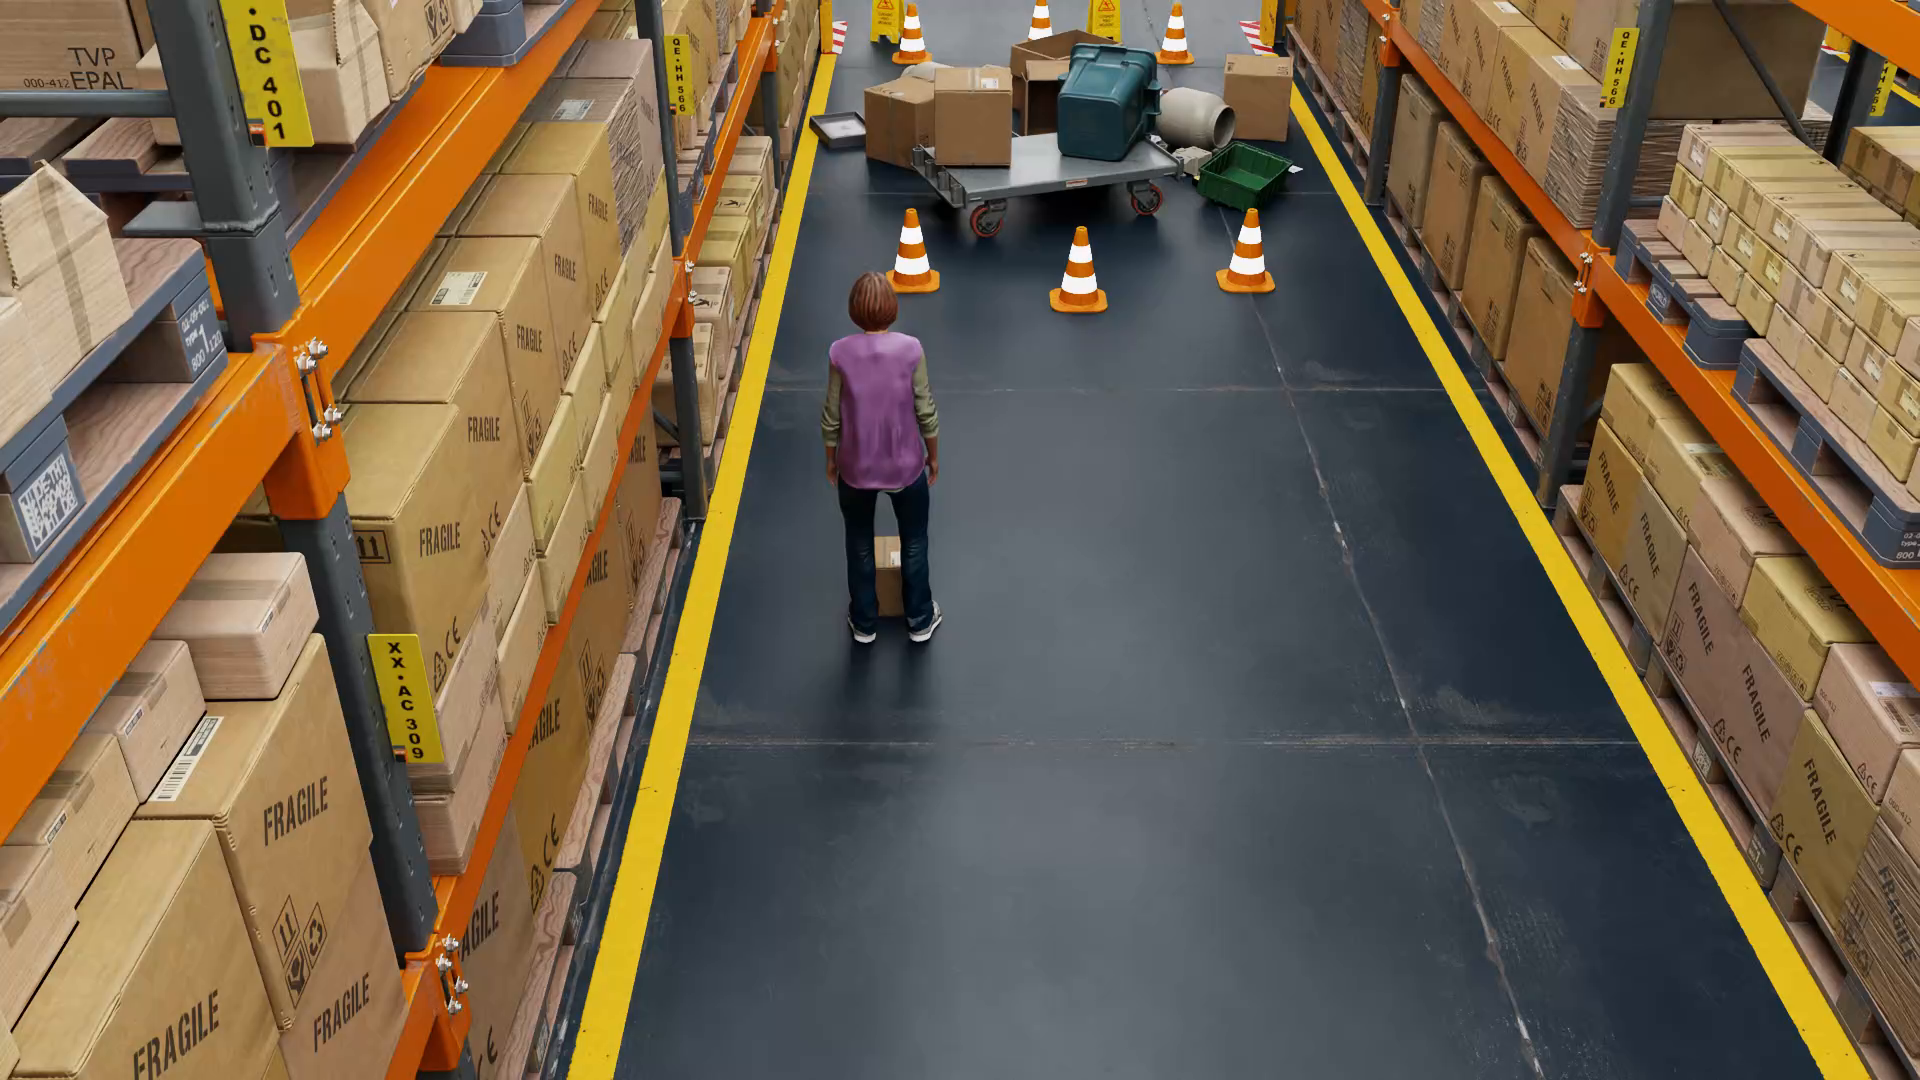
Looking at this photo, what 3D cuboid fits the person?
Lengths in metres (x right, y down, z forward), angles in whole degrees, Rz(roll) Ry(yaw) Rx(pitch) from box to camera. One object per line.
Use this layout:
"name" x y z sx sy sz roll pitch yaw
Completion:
"person" -0.310 -0.289 6.609 0.463 1.592 0.345 0 32 0
